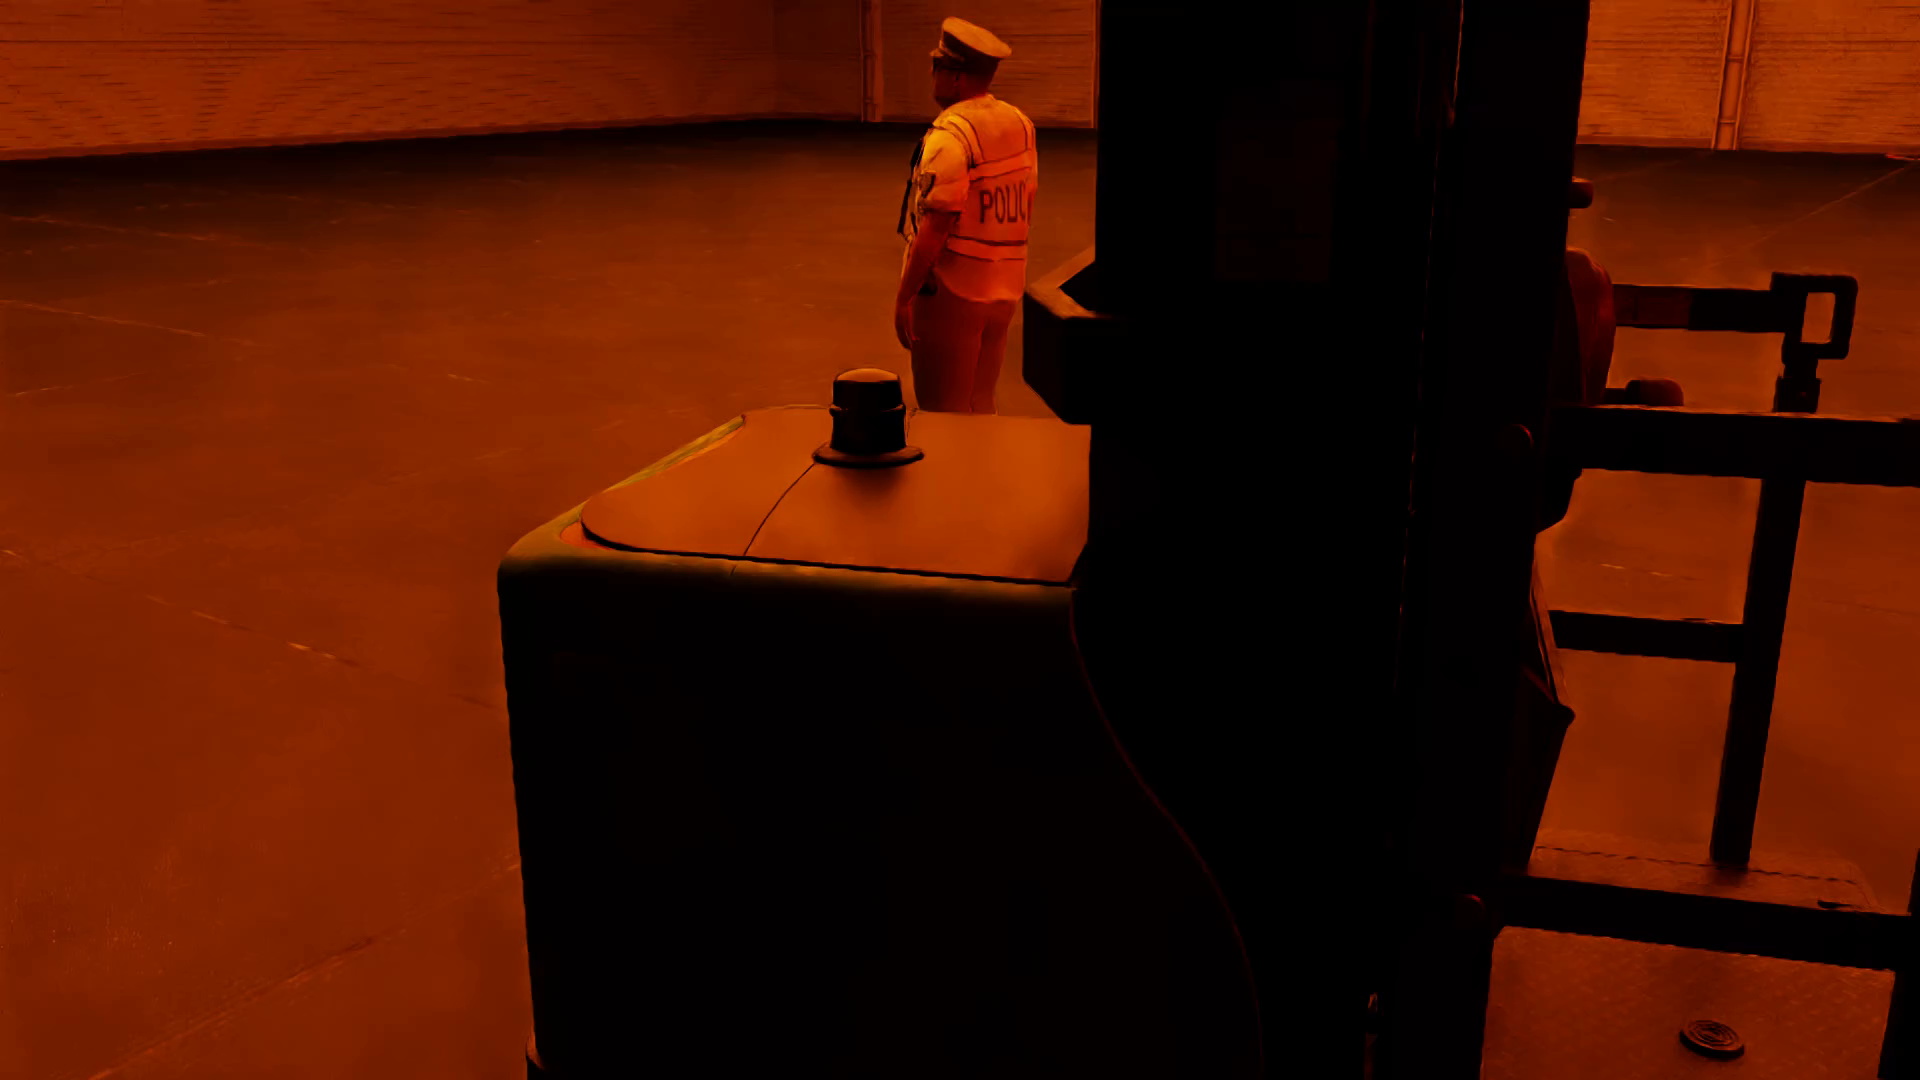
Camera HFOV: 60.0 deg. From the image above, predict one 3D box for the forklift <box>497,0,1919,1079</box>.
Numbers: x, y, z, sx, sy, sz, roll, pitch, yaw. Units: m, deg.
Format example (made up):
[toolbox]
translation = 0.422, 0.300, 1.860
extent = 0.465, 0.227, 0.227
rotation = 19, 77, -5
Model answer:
[forklift]
translation = 0.943, -0.394, 2.149
extent = 3.031, 2.935, 1.130
rotation = 4, 17, 14

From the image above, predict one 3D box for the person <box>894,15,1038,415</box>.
[person]
translation = -0.056, -0.877, 5.745
extent = 0.574, 1.781, 0.635
rotation = 11, 20, 33
